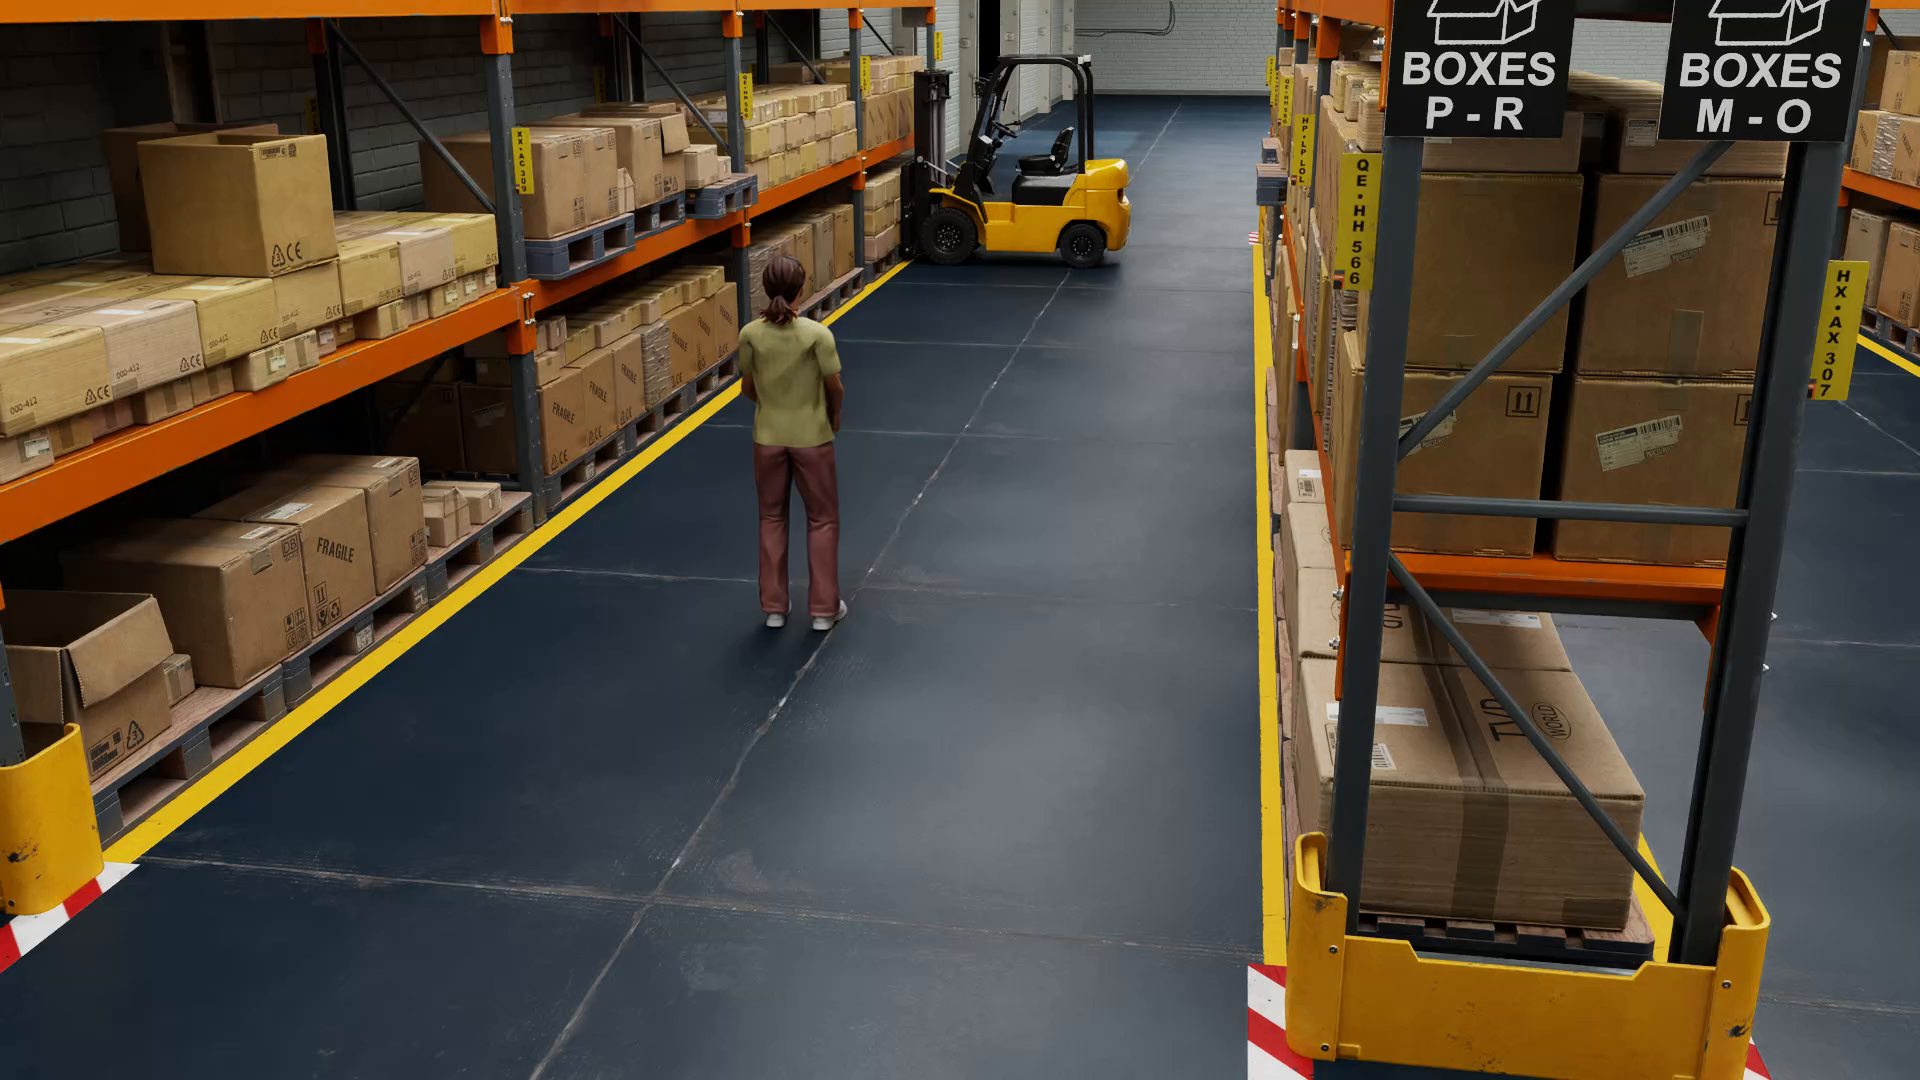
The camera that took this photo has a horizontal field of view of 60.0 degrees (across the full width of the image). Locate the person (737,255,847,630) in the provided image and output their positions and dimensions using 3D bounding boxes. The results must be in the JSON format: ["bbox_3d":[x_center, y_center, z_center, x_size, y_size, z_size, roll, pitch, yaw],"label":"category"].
[{"bbox_3d":[-0.731,-0.438,7.404,0.459,1.674,0.499,3,18,8],"label":"person"}]
